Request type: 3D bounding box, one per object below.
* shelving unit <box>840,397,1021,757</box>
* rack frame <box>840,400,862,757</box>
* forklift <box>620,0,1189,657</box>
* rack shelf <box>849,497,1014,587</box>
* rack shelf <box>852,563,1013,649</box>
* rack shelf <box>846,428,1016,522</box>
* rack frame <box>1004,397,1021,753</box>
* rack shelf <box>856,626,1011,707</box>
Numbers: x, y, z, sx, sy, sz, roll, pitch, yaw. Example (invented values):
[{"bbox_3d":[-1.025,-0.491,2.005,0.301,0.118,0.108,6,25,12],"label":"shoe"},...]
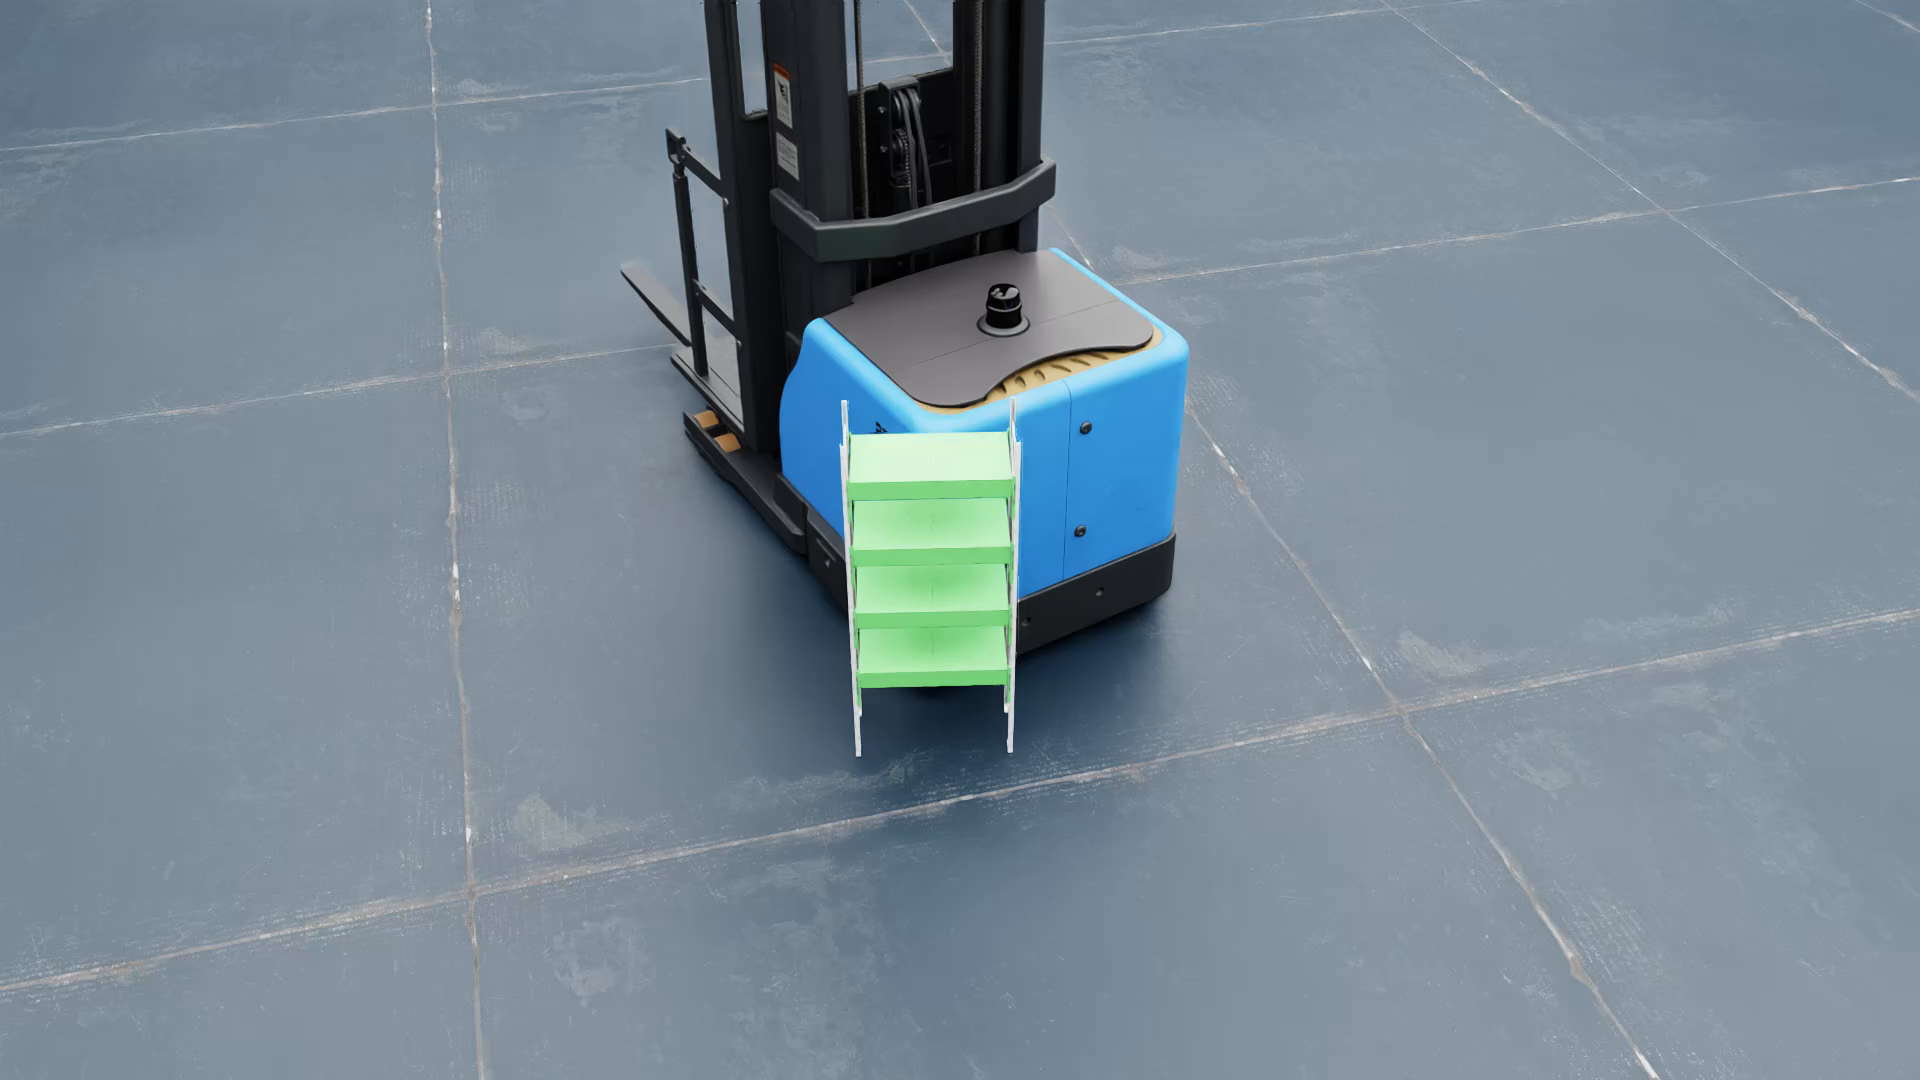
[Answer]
[{"bbox_3d":[-0.086,0.141,5.078,0.503,1.200,0.258,-1,37,-2],"label":"shelving unit"},{"bbox_3d":[-0.330,0.146,5.071,0.015,1.200,0.240,-1,37,-2],"label":"rack frame"},{"bbox_3d":[-0.451,-1.554,5.870,1.130,2.935,3.031,-21,42,-25],"label":"forklift"},{"bbox_3d":[-0.086,0.001,4.971,0.480,0.148,0.258,-1,37,-2],"label":"rack shelf"},{"bbox_3d":[-0.086,0.192,5.117,0.480,0.148,0.258,-1,37,-2],"label":"rack shelf"},{"bbox_3d":[-0.086,-0.190,4.826,0.480,0.148,0.258,-1,37,-2],"label":"rack shelf"},{"bbox_3d":[0.158,0.135,5.086,0.015,1.200,0.240,-1,37,-2],"label":"rack frame"},{"bbox_3d":[-0.086,0.382,5.263,0.480,0.148,0.258,-1,37,-2],"label":"rack shelf"}]
